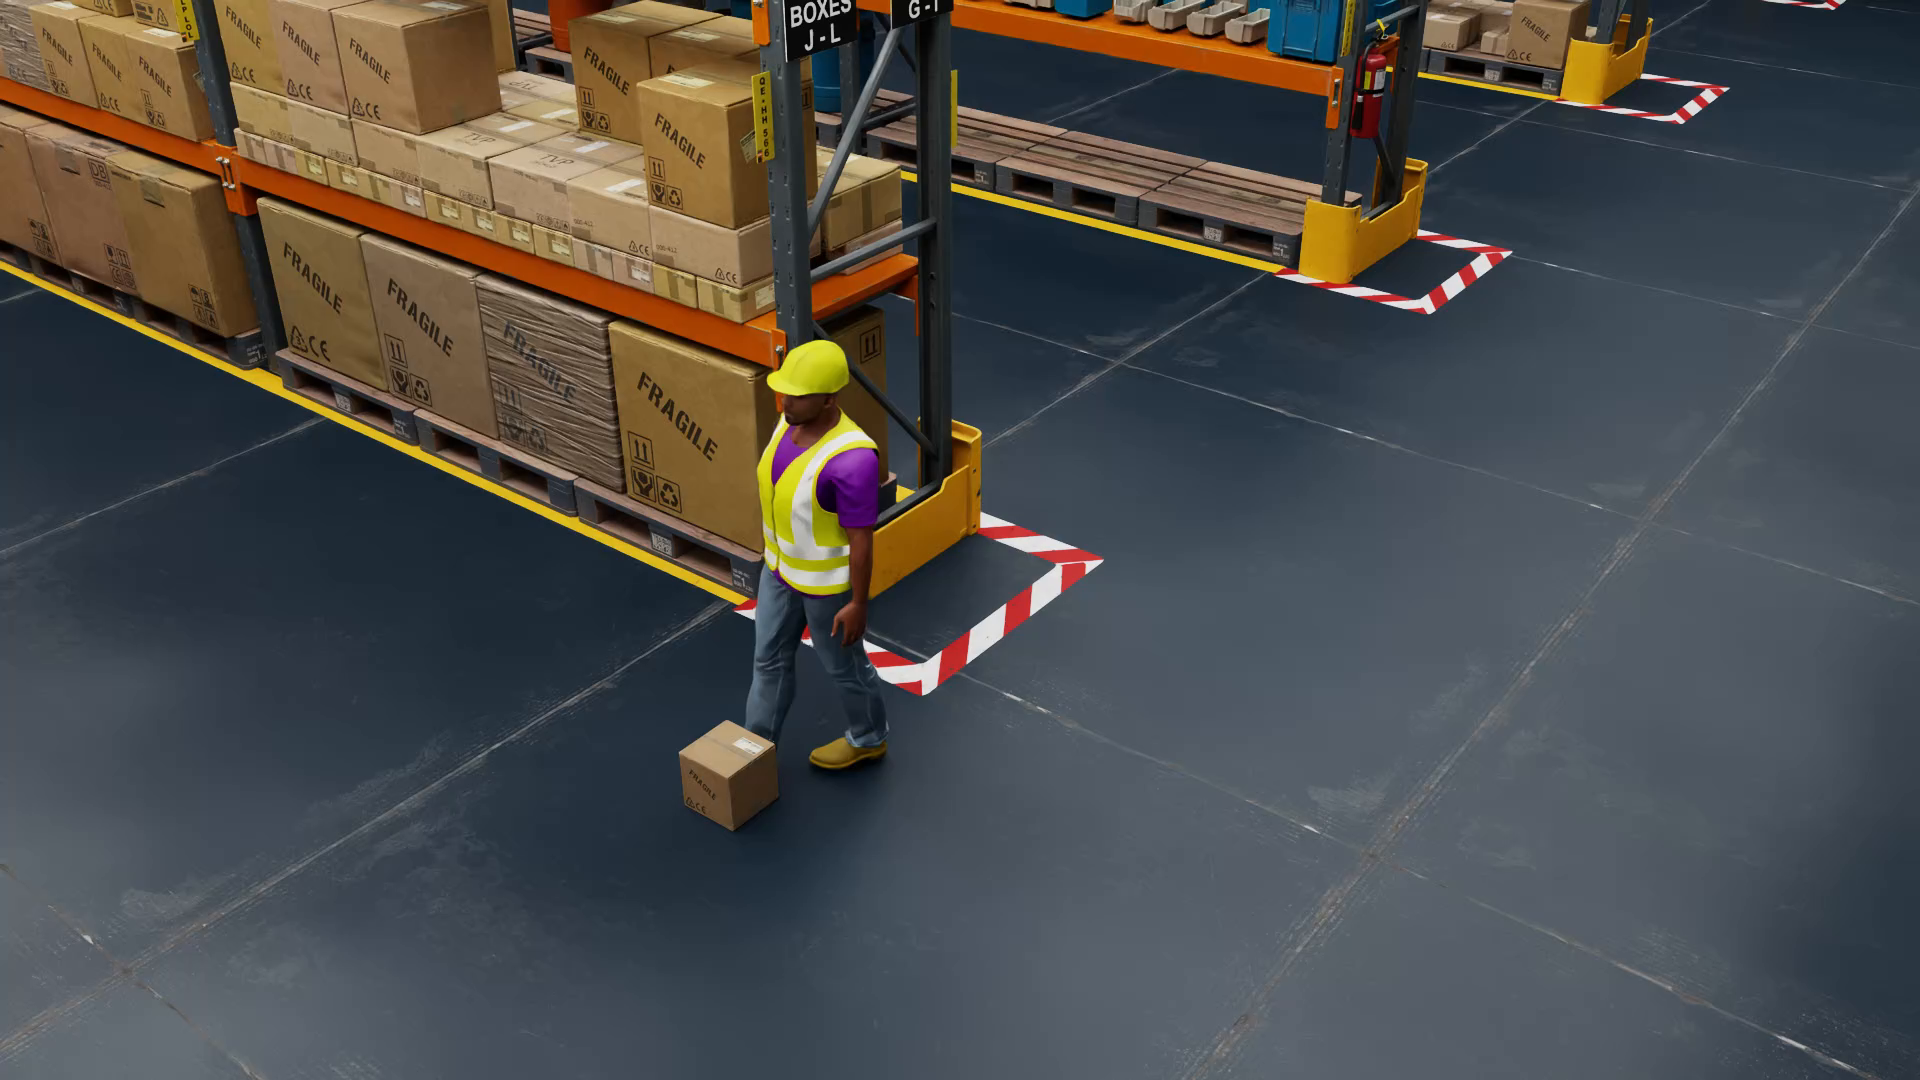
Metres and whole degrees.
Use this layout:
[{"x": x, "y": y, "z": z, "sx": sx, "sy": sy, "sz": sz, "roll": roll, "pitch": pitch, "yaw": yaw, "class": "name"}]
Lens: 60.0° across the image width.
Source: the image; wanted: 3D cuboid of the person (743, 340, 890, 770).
[{"x": -0.606, "y": 0.140, "z": 5.872, "sx": 0.742, "sy": 1.753, "sz": 0.586, "roll": -20, "pitch": 36, "yaw": -30, "class": "person"}]
